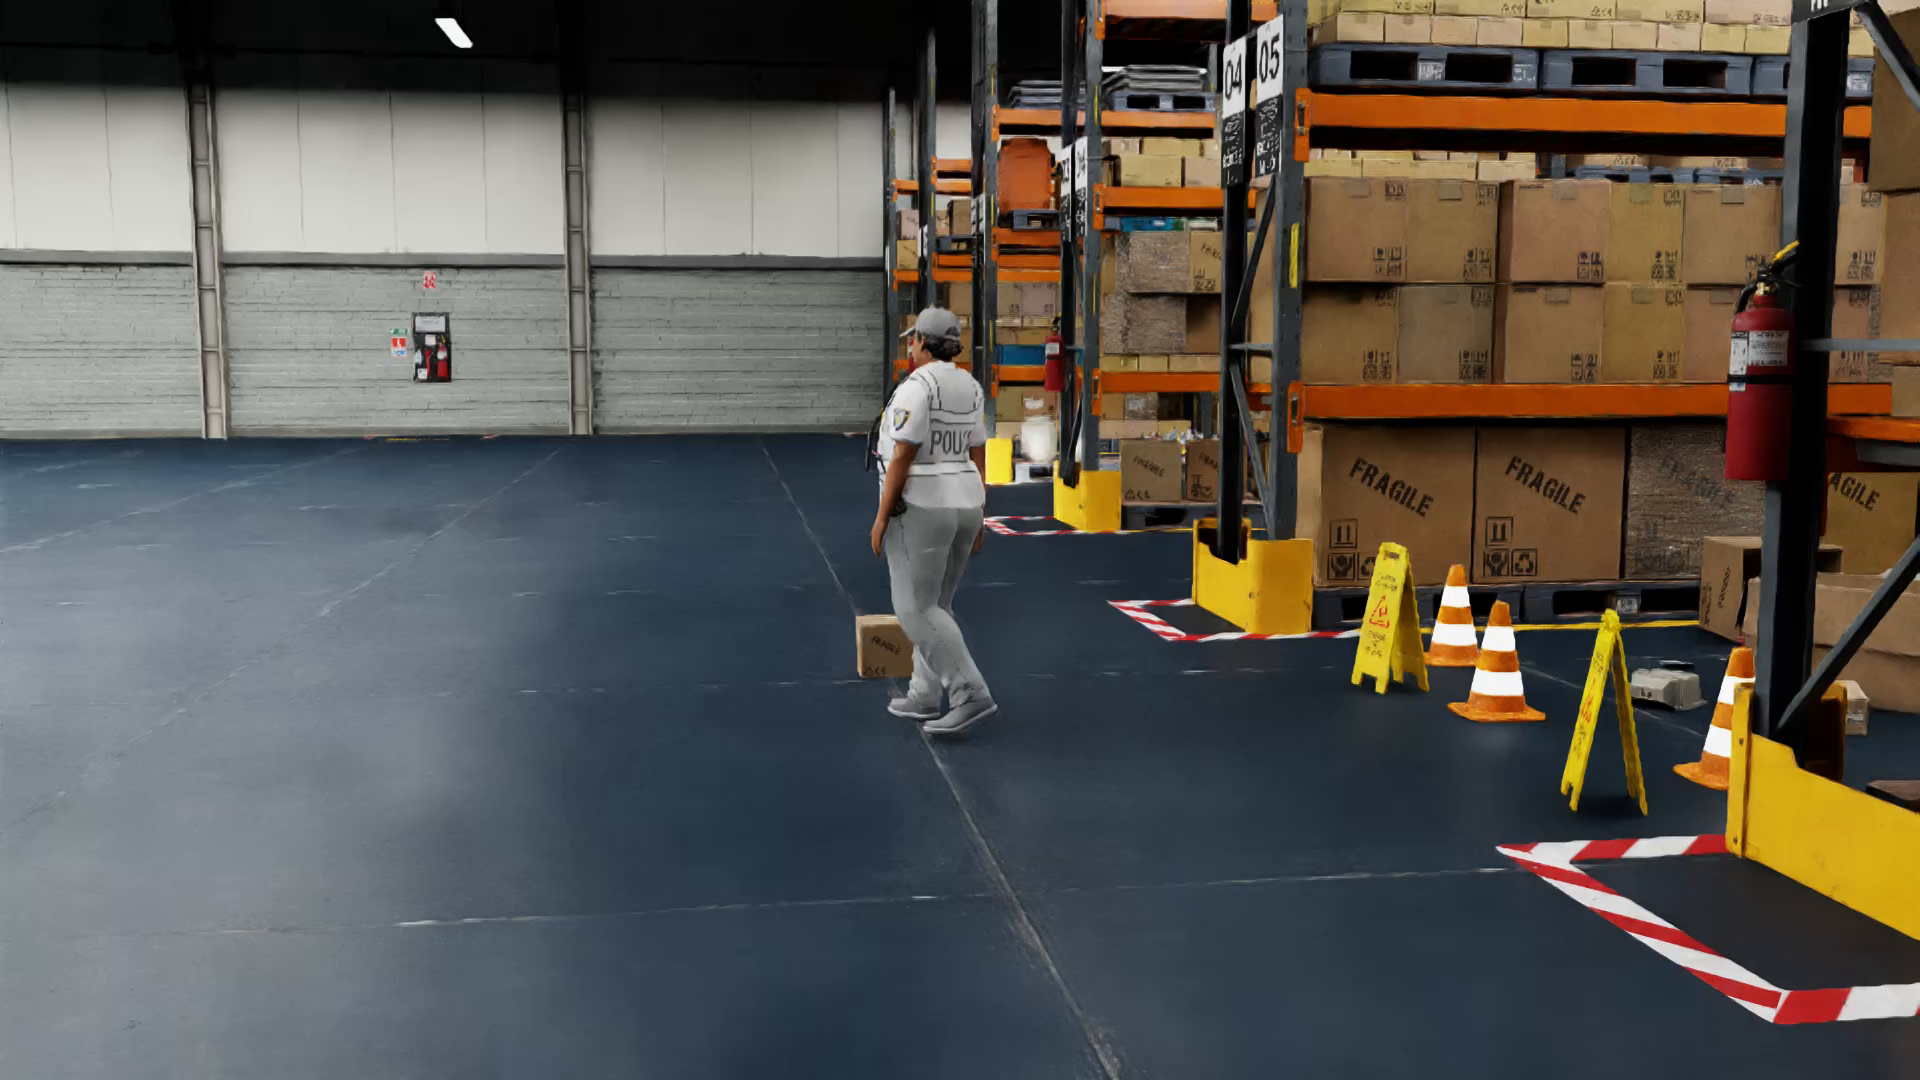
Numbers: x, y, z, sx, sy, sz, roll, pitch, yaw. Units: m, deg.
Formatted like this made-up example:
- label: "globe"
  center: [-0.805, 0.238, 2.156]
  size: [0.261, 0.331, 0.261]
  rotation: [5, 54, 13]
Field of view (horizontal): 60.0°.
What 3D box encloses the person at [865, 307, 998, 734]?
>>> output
- label: "person"
  center: [-0.089, -0.086, 6.575]
  size: [0.627, 1.660, 0.532]
  rotation: [5, 8, 35]
